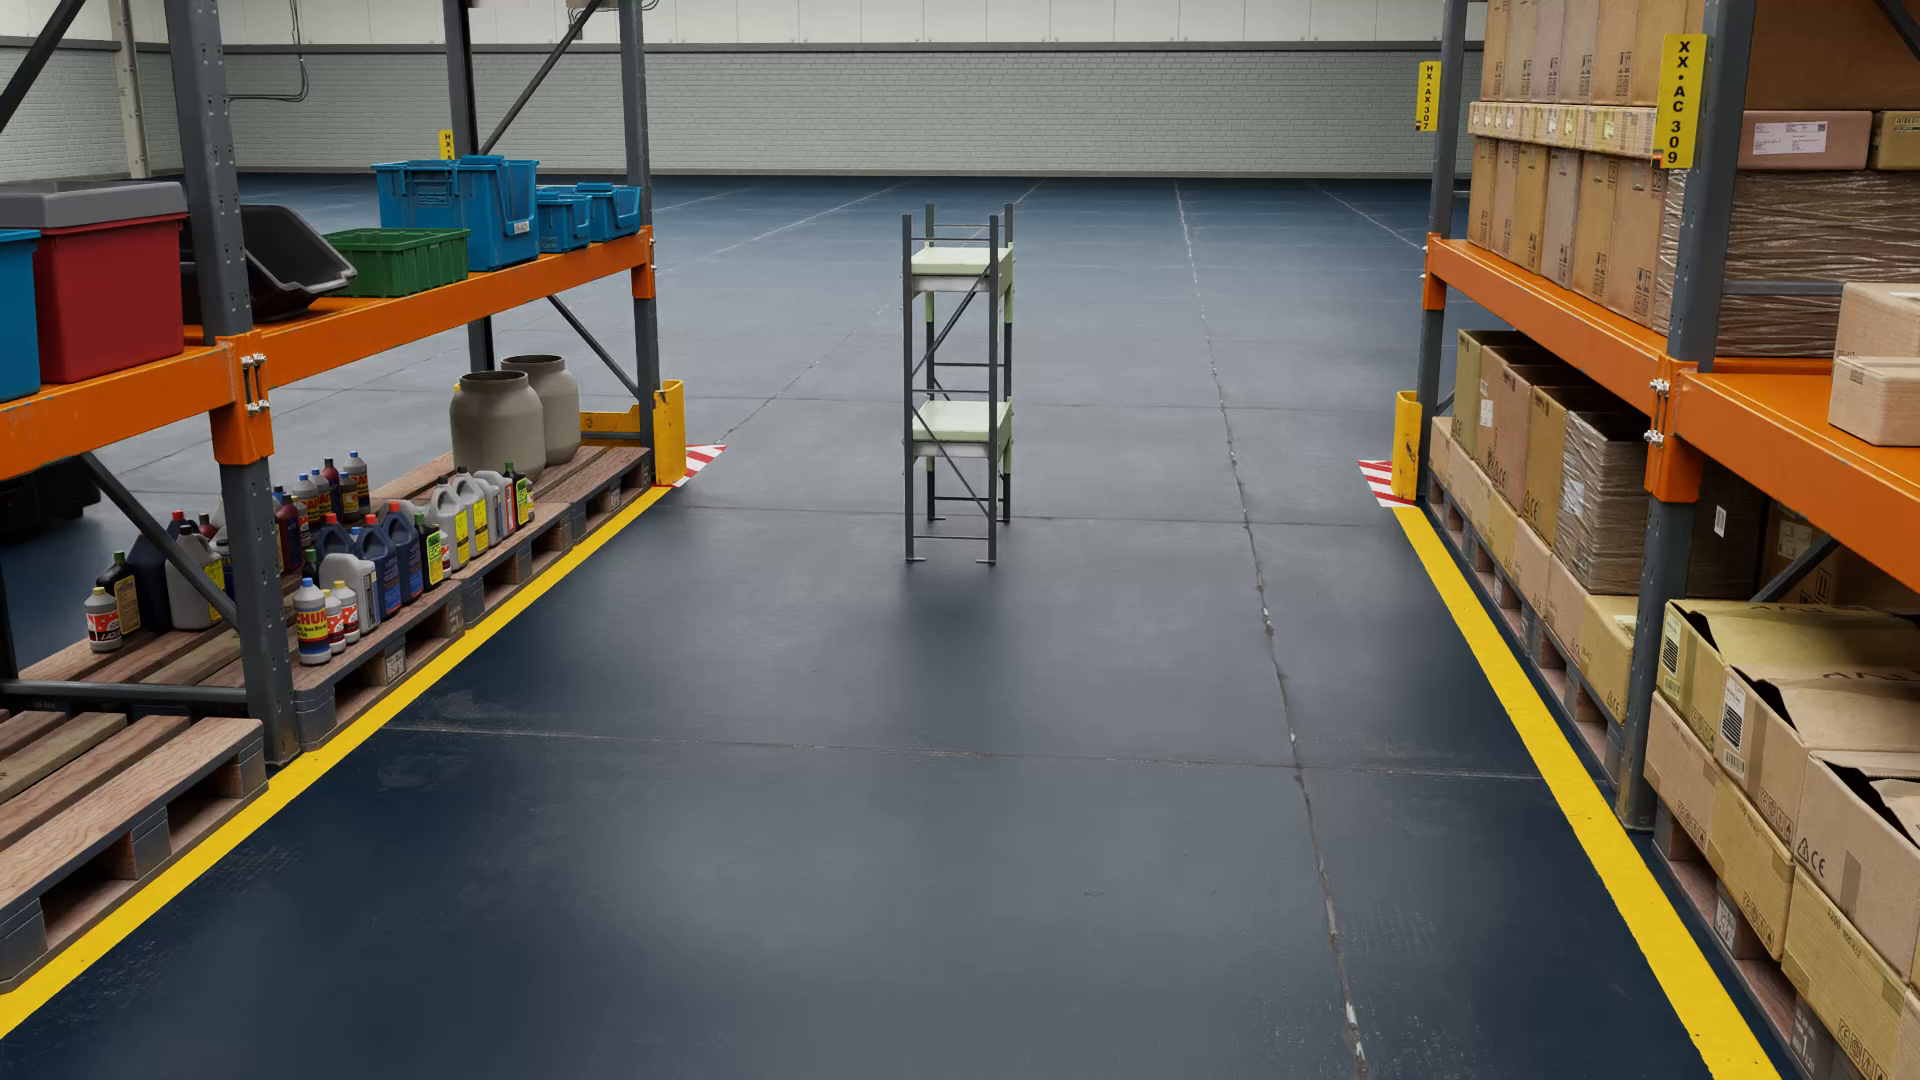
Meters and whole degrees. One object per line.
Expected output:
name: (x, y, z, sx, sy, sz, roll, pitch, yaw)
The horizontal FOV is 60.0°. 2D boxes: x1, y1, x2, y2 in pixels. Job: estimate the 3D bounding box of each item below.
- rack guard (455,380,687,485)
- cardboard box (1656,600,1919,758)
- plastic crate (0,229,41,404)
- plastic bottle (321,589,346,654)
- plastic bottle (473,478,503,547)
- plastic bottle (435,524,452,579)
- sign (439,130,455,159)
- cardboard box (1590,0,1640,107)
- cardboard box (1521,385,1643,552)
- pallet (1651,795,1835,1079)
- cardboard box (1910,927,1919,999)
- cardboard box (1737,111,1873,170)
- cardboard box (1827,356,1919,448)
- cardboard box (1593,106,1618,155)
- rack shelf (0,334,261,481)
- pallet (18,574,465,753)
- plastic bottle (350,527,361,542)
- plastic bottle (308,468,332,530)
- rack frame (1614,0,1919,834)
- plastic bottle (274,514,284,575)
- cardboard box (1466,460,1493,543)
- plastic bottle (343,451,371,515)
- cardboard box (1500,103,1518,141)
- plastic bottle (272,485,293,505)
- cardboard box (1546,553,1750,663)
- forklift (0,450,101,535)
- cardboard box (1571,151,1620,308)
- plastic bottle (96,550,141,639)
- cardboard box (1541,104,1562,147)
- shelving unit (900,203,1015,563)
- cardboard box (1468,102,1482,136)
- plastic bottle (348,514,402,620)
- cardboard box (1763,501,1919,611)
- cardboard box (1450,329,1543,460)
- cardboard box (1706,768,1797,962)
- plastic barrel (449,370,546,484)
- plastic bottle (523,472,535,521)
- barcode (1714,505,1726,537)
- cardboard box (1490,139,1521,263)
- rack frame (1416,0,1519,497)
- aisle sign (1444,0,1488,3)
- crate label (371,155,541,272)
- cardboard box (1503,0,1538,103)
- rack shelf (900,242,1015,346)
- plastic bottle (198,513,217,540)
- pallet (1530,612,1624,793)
rack guard: (-2.070, -0.589, 8.881, 1.175, 0.500, 0.348, 2, 15, 6)
cardboard box: (2.067, 0.322, 4.115, 0.500, 0.311, 0.500, 2, 15, 6)
plastic crate: (-2.375, -0.476, 3.707, 0.392, 0.384, 0.575, 2, 15, 6)
plastic bottle: (-2.077, 0.263, 5.460, 0.097, 0.201, 0.097, 0, 15, 0)
plastic bottle: (-1.951, -0.124, 6.750, 0.152, 0.276, 0.135, 1, 15, 5)
plastic bottle: (-1.980, 0.041, 6.283, 0.097, 0.201, 0.097, 0, 15, 0)
sign: (-2.655, -1.967, 8.661, 0.100, 0.325, 0.005, 2, 15, 6)
cardboard box: (2.518, -1.683, 5.462, 0.700, 0.500, 0.500, 2, 15, 6)
cardboard box: (2.317, -0.255, 5.886, 0.500, 0.500, 0.500, 2, 15, 6)
pallet: (2.317, 0.906, 3.906, 1.003, 0.211, 1.213, 2, 15, 6)
cardboard box: (1.895, 0.720, 2.640, 0.500, 0.311, 0.500, 2, 15, 8)
cardboard box: (2.179, -1.070, 4.440, 0.380, 0.149, 0.250, 2, 15, 6)
cardboard box: (2.058, -0.287, 3.458, 0.380, 0.149, 0.250, 2, 15, 6)
cardboard box: (2.296, -1.334, 5.415, 0.380, 0.149, 0.250, 2, 15, 6)
rack shelf: (-2.786, 0.087, 2.972, 1.077, 0.370, 4.000, 2, 15, 6)
pallet: (-2.443, 0.394, 5.800, 1.003, 0.211, 1.213, 2, 15, 6)
plastic bottle: (-2.160, 0.087, 5.976, 0.097, 0.271, 0.097, 0, 15, 0)
plastic bottle: (-2.661, -0.162, 6.898, 0.097, 0.271, 0.097, 0, 15, 0)
rack frame: (2.361, -0.632, 4.253, 1.000, 3.000, 0.127, 2, 15, 6)
plastic bottle: (-2.611, 0.007, 6.250, 0.061, 0.283, 0.133, 2, 15, 6)
cardboard box: (2.422, -0.153, 6.944, 0.500, 0.250, 0.500, 2, 15, 6)
plastic bottle: (-2.623, -0.251, 7.227, 0.097, 0.271, 0.097, 0, 15, 0)
cardboard box: (2.467, -1.737, 6.905, 0.380, 0.149, 0.250, 1, 15, 5)
plastic bottle: (-2.696, -0.083, 6.608, 0.097, 0.271, 0.097, 0, 15, 0)
cardboard box: (2.263, 0.236, 5.504, 0.500, 0.250, 0.500, 2, 15, 6)
forklift: (-5.068, -1.204, 6.500, 1.130, 2.935, 3.031, 4, 16, 15)
cardboard box: (2.519, -1.063, 5.654, 0.700, 0.500, 0.500, 2, 15, 7)
plastic bottle: (-2.833, 0.185, 5.591, 0.061, 0.283, 0.133, 2, 15, 9)
cardboard box: (2.380, -1.537, 6.165, 0.380, 0.149, 0.250, 2, 15, 7)
shelving unit: (0.001, -0.726, 7.473, 0.431, 1.500, 0.755, 2, 15, 6)
cardboard box: (2.555, -1.936, 7.639, 0.380, 0.149, 0.250, 2, 15, 6)
plastic bottle: (-2.056, 0.090, 5.814, 0.144, 0.351, 0.185, 2, 15, 8)
cardboard box: (2.725, 0.019, 4.870, 0.500, 0.500, 0.500, 2, 15, 6)
cardboard box: (2.477, -0.645, 7.326, 0.500, 0.500, 0.500, 2, 15, 6)
cardboard box: (2.011, 0.722, 3.707, 0.500, 0.250, 0.500, 2, 15, 8)
plastic barrel: (-2.163, -0.515, 7.783, 0.421, 0.512, 0.421, 0, 15, 0)
plastic bottle: (-1.880, -0.189, 7.132, 0.097, 0.201, 0.097, 0, 15, 0)
barcode: (1.919, -0.047, 4.197, 0.001, 0.075, 0.075, 2, 15, 6)
cardboard box: (2.693, -1.461, 7.126, 0.700, 0.500, 0.500, 2, 15, 8)
rack frame: (2.813, -1.670, 8.090, 1.000, 3.000, 0.127, 2, 15, 6)
aisle sign: (2.516, -2.951, 7.847, 0.394, 0.787, 0.004, 2, 15, 6)
crate label: (-2.047, -1.348, 6.834, 0.502, 0.435, 0.616, 2, 15, 6)
cardboard box: (2.687, -2.073, 6.905, 0.700, 0.500, 0.500, 1, 15, 5)
rack shelf: (0.001, -1.102, 7.371, 0.431, 0.370, 0.720, 2, 15, 6)
plastic bottle: (-2.775, 0.051, 6.088, 0.061, 0.283, 0.133, 3, 15, 10)
pallet: (2.493, 0.509, 5.375, 1.003, 0.211, 1.213, 2, 15, 6)
